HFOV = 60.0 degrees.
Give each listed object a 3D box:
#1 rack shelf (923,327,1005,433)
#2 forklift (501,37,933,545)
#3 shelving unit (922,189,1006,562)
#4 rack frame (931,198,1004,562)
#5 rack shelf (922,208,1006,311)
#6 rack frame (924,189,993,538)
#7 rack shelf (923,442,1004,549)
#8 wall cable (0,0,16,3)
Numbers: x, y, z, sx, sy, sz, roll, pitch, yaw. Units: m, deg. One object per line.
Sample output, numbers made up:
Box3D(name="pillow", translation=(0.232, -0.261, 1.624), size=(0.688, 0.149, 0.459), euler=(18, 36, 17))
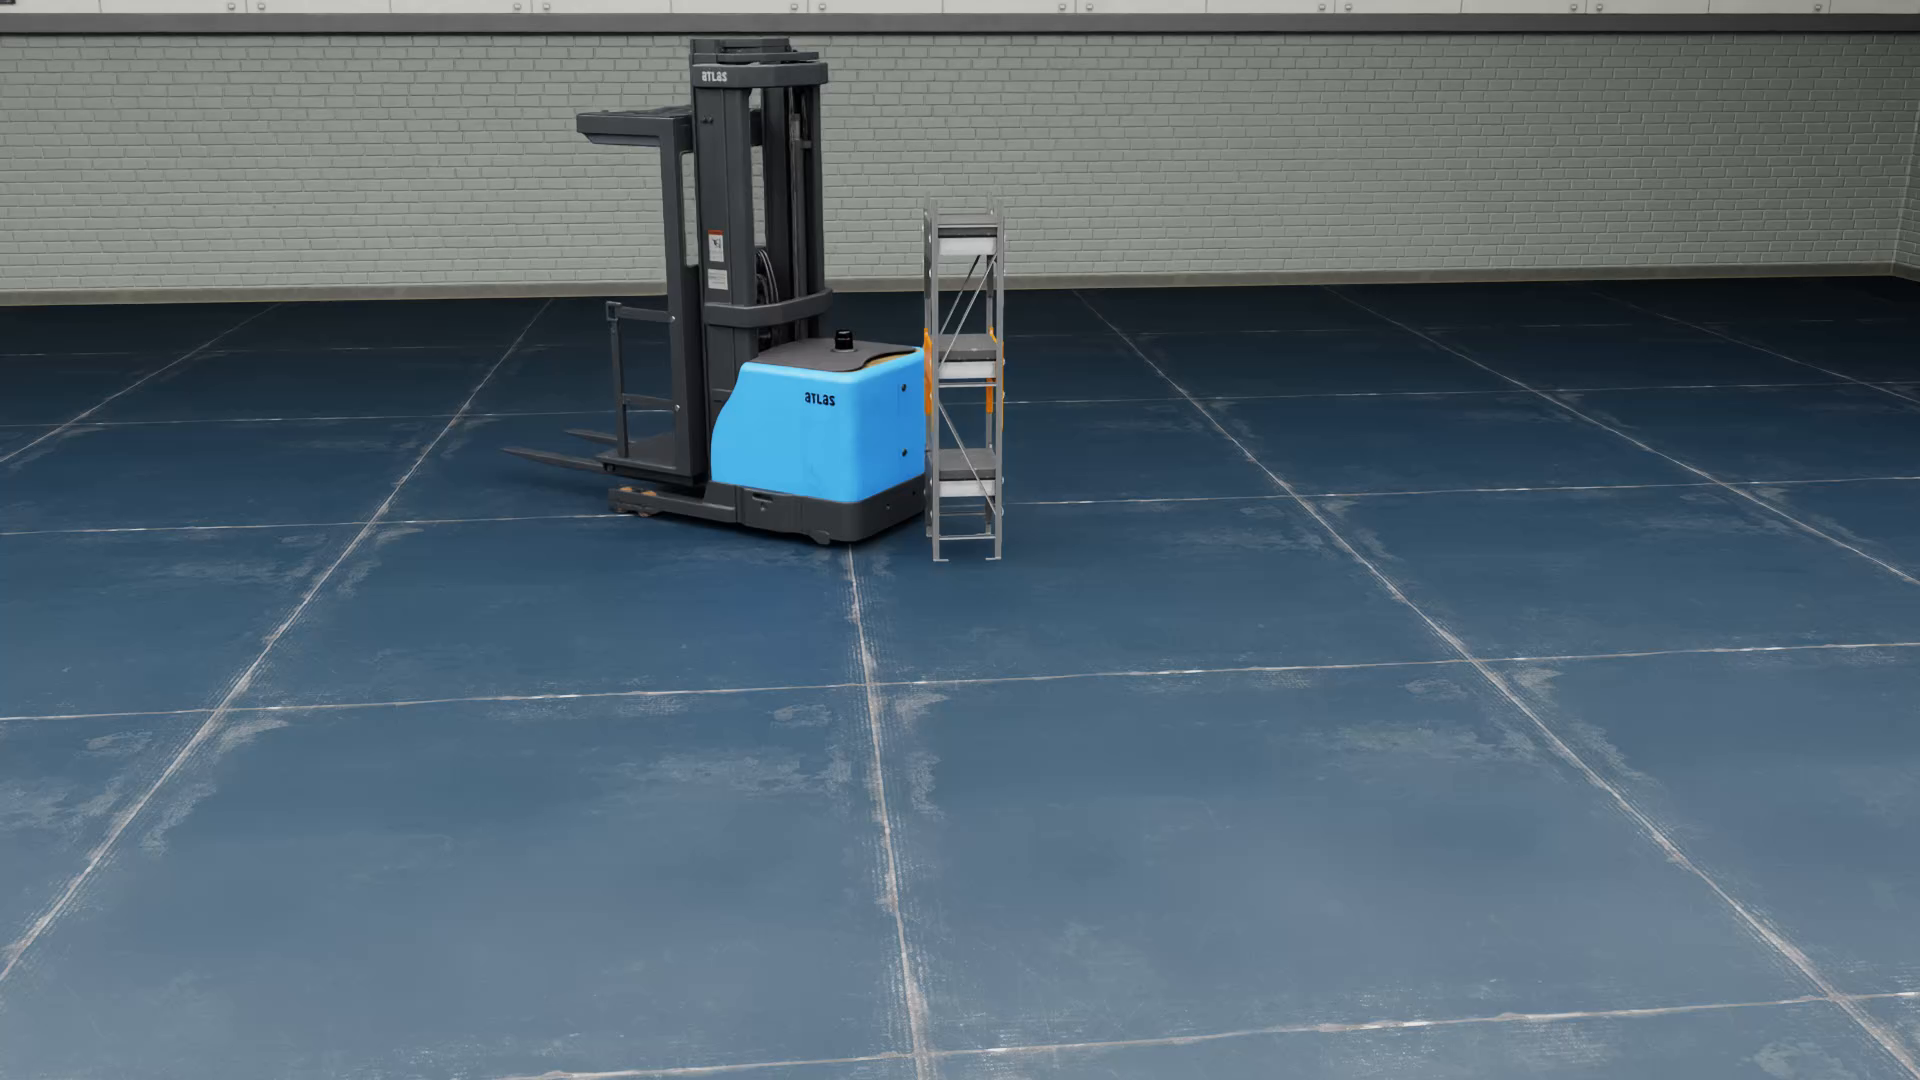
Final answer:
Box3D(name="rack shelf", translation=(0.017, -0.939, 9.710), size=(0.431, 0.518, 0.480), euler=(-2, 18, -6))
Box3D(name="forklift", translation=(-1.677, -1.670, 10.602), size=(3.031, 2.935, 1.130), euler=(10, 20, 28))
Box3D(name="shelving unit", translation=(0.017, -0.952, 9.705), size=(0.431, 2.100, 0.503), euler=(-2, 18, -6))
Box3D(name="rack frame", translation=(0.042, -0.880, 9.474), size=(0.400, 2.100, 0.015), euler=(-2, 18, -6))
Box3D(name="rack shelf", translation=(0.017, -1.607, 9.500), size=(0.431, 0.518, 0.480), euler=(-2, 18, -6))
Box3D(name="rack frame", translation=(-0.008, -1.025, 9.937), size=(0.400, 2.100, 0.015), euler=(-2, 18, -6))
Box3D(name="rack shelf", translation=(0.017, -0.272, 9.919), size=(0.431, 0.518, 0.480), euler=(-2, 18, -6))
Box3D(name="wall cable", translation=(-9.132, -8.546, 16.697), size=(2.305, 6.003, 0.169), euler=(-2, 18, -6))
